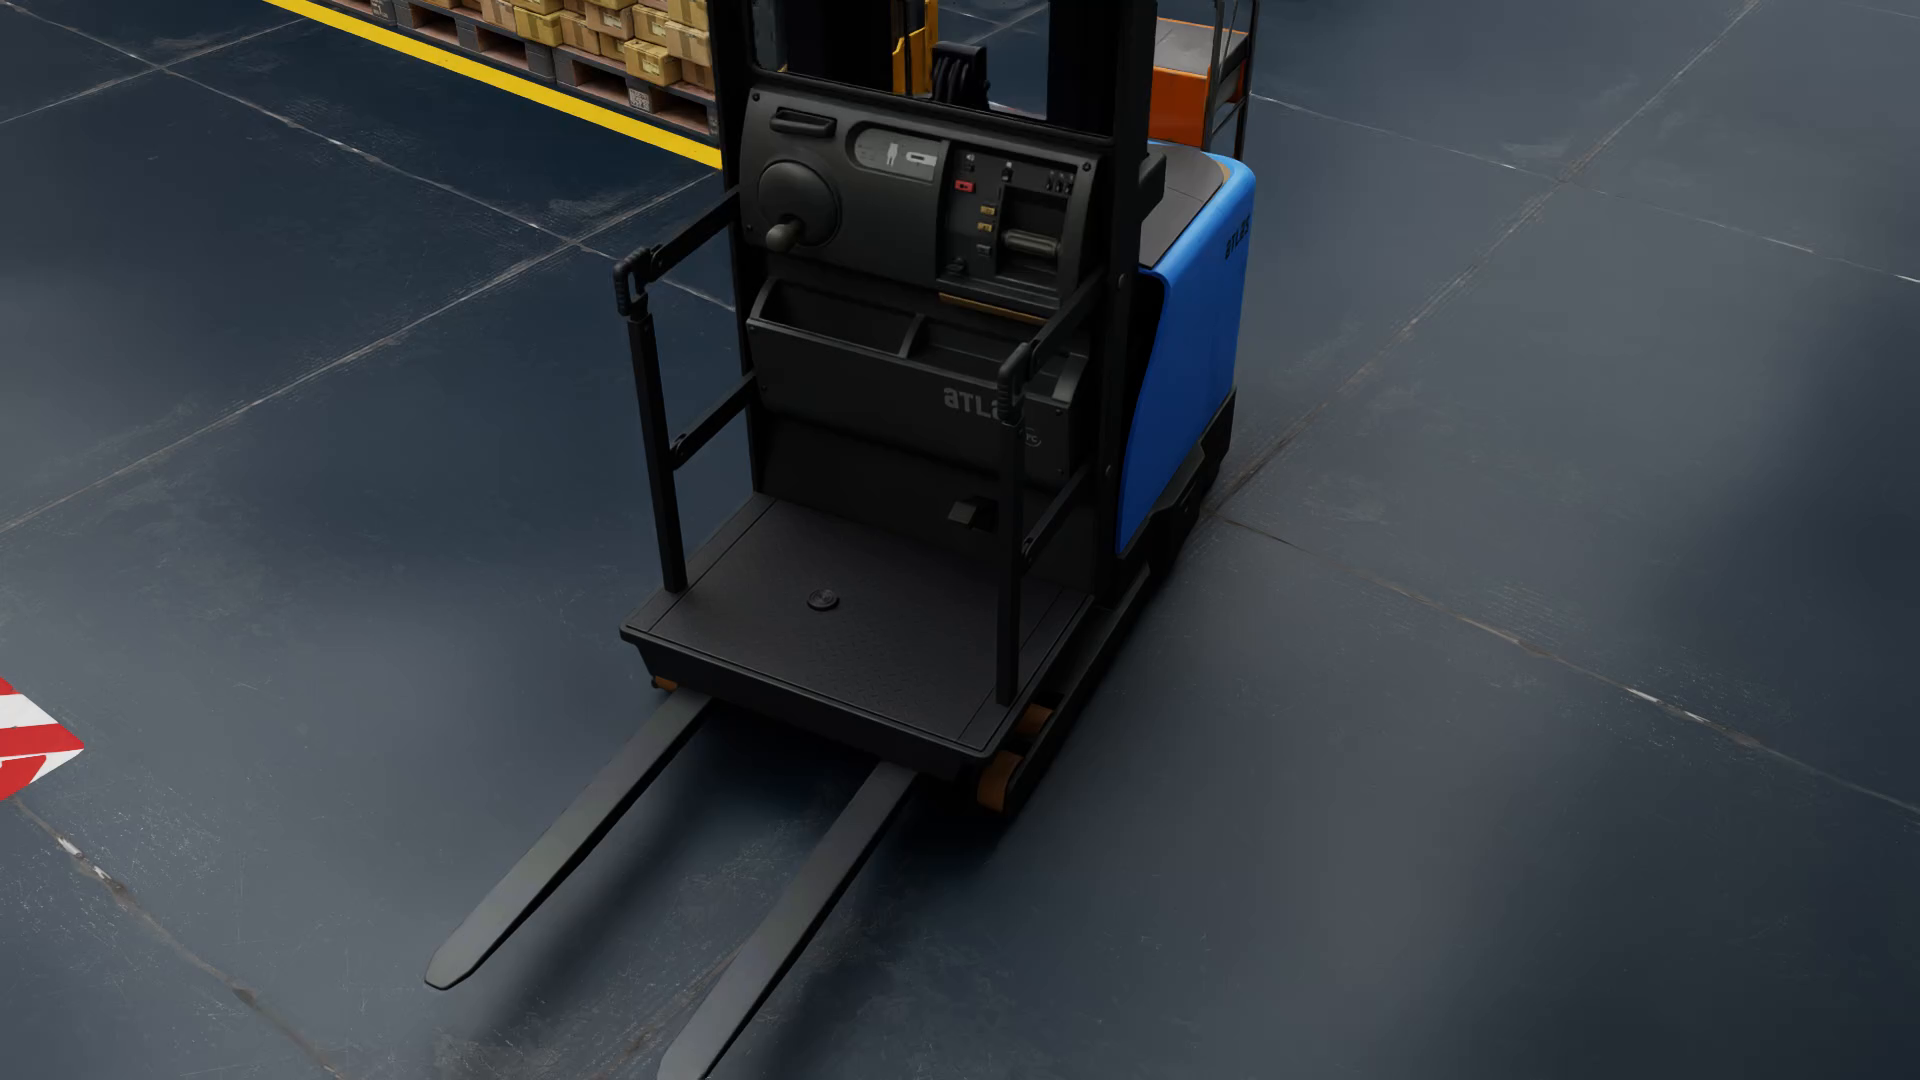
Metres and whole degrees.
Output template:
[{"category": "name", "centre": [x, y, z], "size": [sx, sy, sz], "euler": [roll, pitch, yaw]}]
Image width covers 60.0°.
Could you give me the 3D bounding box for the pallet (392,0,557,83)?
[{"category": "pallet", "centre": [-2.155, -2.766, 8.611], "size": [1.213, 0.211, 1.003], "euler": [25, 45, 29]}]

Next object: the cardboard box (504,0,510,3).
[{"category": "cardboard box", "centre": [-2.124, -2.761, 8.073], "size": [0.250, 0.149, 0.380], "euler": [28, 46, 31]}]

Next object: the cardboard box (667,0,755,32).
[{"category": "cardboard box", "centre": [-1.080, -2.408, 7.381], "size": [0.250, 0.149, 0.380], "euler": [26, 45, 29]}]

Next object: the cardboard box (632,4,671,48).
[{"category": "cardboard box", "centre": [-1.273, -2.398, 7.611], "size": [0.250, 0.149, 0.380], "euler": [24, 44, 28]}]

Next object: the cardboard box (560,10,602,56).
[{"category": "cardboard box", "centre": [-1.678, -2.468, 7.941], "size": [0.250, 0.149, 0.380], "euler": [26, 45, 29]}]

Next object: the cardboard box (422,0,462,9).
[{"category": "cardboard box", "centre": [-2.534, -2.837, 8.413], "size": [0.250, 0.149, 0.380], "euler": [24, 44, 27]}]

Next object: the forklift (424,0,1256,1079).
[{"category": "forklift", "centre": [-0.209, -0.756, 3.838], "size": [1.130, 2.935, 3.031], "euler": [17, 41, 20]}]

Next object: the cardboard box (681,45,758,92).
[{"category": "cardboard box", "centre": [-1.051, -2.194, 7.591], "size": [0.250, 0.149, 0.380], "euler": [26, 45, 29]}]

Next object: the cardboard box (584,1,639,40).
[{"category": "cardboard box", "centre": [-1.512, -2.468, 7.700], "size": [0.250, 0.149, 0.380], "euler": [23, 44, 27]}]

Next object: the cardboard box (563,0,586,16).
[{"category": "cardboard box", "centre": [-1.663, -2.619, 7.893], "size": [0.250, 0.149, 0.380], "euler": [25, 44, 28]}]

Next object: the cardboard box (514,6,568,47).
[{"category": "cardboard box", "centre": [-1.919, -2.533, 8.024], "size": [0.250, 0.149, 0.380], "euler": [23, 44, 27]}]

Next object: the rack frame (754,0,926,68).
[{"category": "rack frame", "centre": [-0.506, -3.056, 6.720], "size": [0.127, 3.000, 1.000], "euler": [25, 45, 29]}]

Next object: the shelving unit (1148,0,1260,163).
[{"category": "shelving unit", "centre": [0.621, -1.387, 5.318], "size": [0.503, 2.100, 0.431], "euler": [17, 41, 20]}]

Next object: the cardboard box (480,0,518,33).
[{"category": "cardboard box", "centre": [-2.123, -2.645, 8.167], "size": [0.250, 0.149, 0.380], "euler": [26, 45, 29]}]

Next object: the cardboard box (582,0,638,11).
[{"category": "cardboard box", "centre": [-1.528, -2.565, 7.582], "size": [0.250, 0.149, 0.380], "euler": [24, 44, 28]}]

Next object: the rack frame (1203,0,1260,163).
[{"category": "rack frame", "centre": [0.839, -1.320, 5.233], "size": [0.015, 2.100, 0.400], "euler": [17, 41, 20]}]

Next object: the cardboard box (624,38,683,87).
[{"category": "cardboard box", "centre": [-1.316, -2.241, 7.651], "size": [0.250, 0.149, 0.380], "euler": [27, 45, 30]}]

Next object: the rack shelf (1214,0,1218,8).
[{"category": "rack shelf", "centre": [0.621, -1.928, 4.895], "size": [0.480, 0.518, 0.431], "euler": [17, 41, 20]}]

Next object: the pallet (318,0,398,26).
[{"category": "pallet", "centre": [-3.128, -3.222, 9.194], "size": [1.213, 0.211, 1.003], "euler": [25, 45, 29]}]

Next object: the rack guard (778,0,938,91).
[{"category": "rack guard", "centre": [-0.566, -2.101, 7.527], "size": [0.348, 0.500, 1.175], "euler": [25, 45, 29]}]

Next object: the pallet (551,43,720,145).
[{"category": "pallet", "centre": [-1.190, -2.308, 8.027], "size": [1.213, 0.211, 1.003], "euler": [25, 45, 29]}]

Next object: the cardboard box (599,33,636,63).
[{"category": "cardboard box", "centre": [-1.474, -2.382, 7.831], "size": [0.250, 0.149, 0.380], "euler": [25, 44, 28]}]

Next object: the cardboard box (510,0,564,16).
[{"category": "cardboard box", "centre": [-1.931, -2.656, 7.939], "size": [0.250, 0.149, 0.380], "euler": [26, 45, 29]}]

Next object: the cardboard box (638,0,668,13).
[{"category": "cardboard box", "centre": [-1.245, -2.530, 7.537], "size": [0.250, 0.149, 0.380], "euler": [26, 45, 29]}]

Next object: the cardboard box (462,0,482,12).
[{"category": "cardboard box", "centre": [-2.279, -2.777, 8.335], "size": [0.250, 0.149, 0.380], "euler": [27, 45, 30]}]

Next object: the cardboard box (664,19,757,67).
[{"category": "cardboard box", "centre": [-1.098, -2.274, 7.452], "size": [0.250, 0.149, 0.380], "euler": [24, 44, 27]}]

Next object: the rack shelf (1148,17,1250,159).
[{"category": "rack shelf", "centre": [0.621, -1.376, 5.326], "size": [0.480, 0.518, 0.431], "euler": [17, 41, 20]}]
